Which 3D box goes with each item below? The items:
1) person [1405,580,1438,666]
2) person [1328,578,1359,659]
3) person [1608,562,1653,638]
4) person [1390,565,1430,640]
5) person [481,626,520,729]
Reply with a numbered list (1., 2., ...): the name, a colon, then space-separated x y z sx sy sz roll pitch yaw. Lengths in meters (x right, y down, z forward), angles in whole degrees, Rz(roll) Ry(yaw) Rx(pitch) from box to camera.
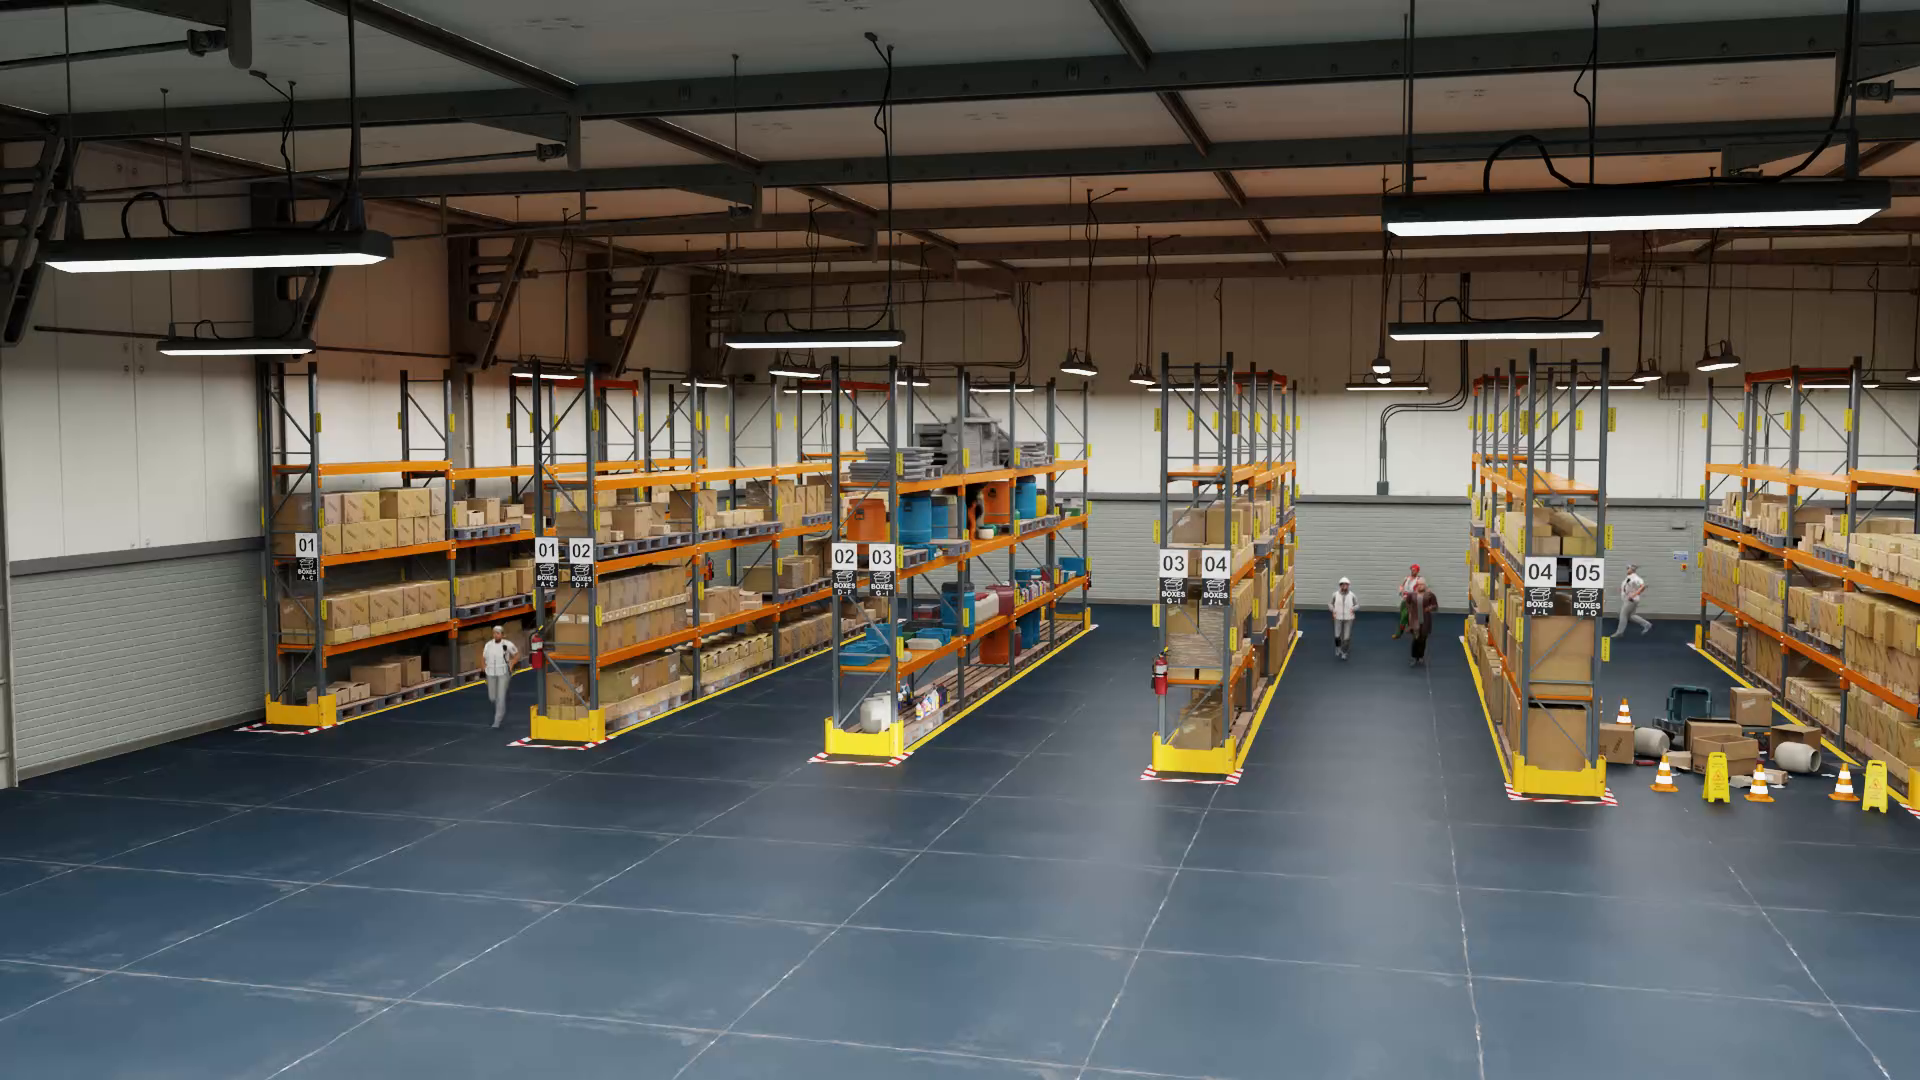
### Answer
1. person: 9.510 1.723 34.286 0.670 1.818 0.783 1 4 15
2. person: 8.088 1.664 35.082 0.652 1.727 0.568 1 4 13
3. person: 15.560 1.398 38.527 0.983 1.771 0.675 1 4 13
4. person: 10.385 1.425 38.305 0.959 1.738 0.721 -3 5 -40
5. person: -7.633 2.246 27.565 0.607 1.659 0.849 0 4 2
